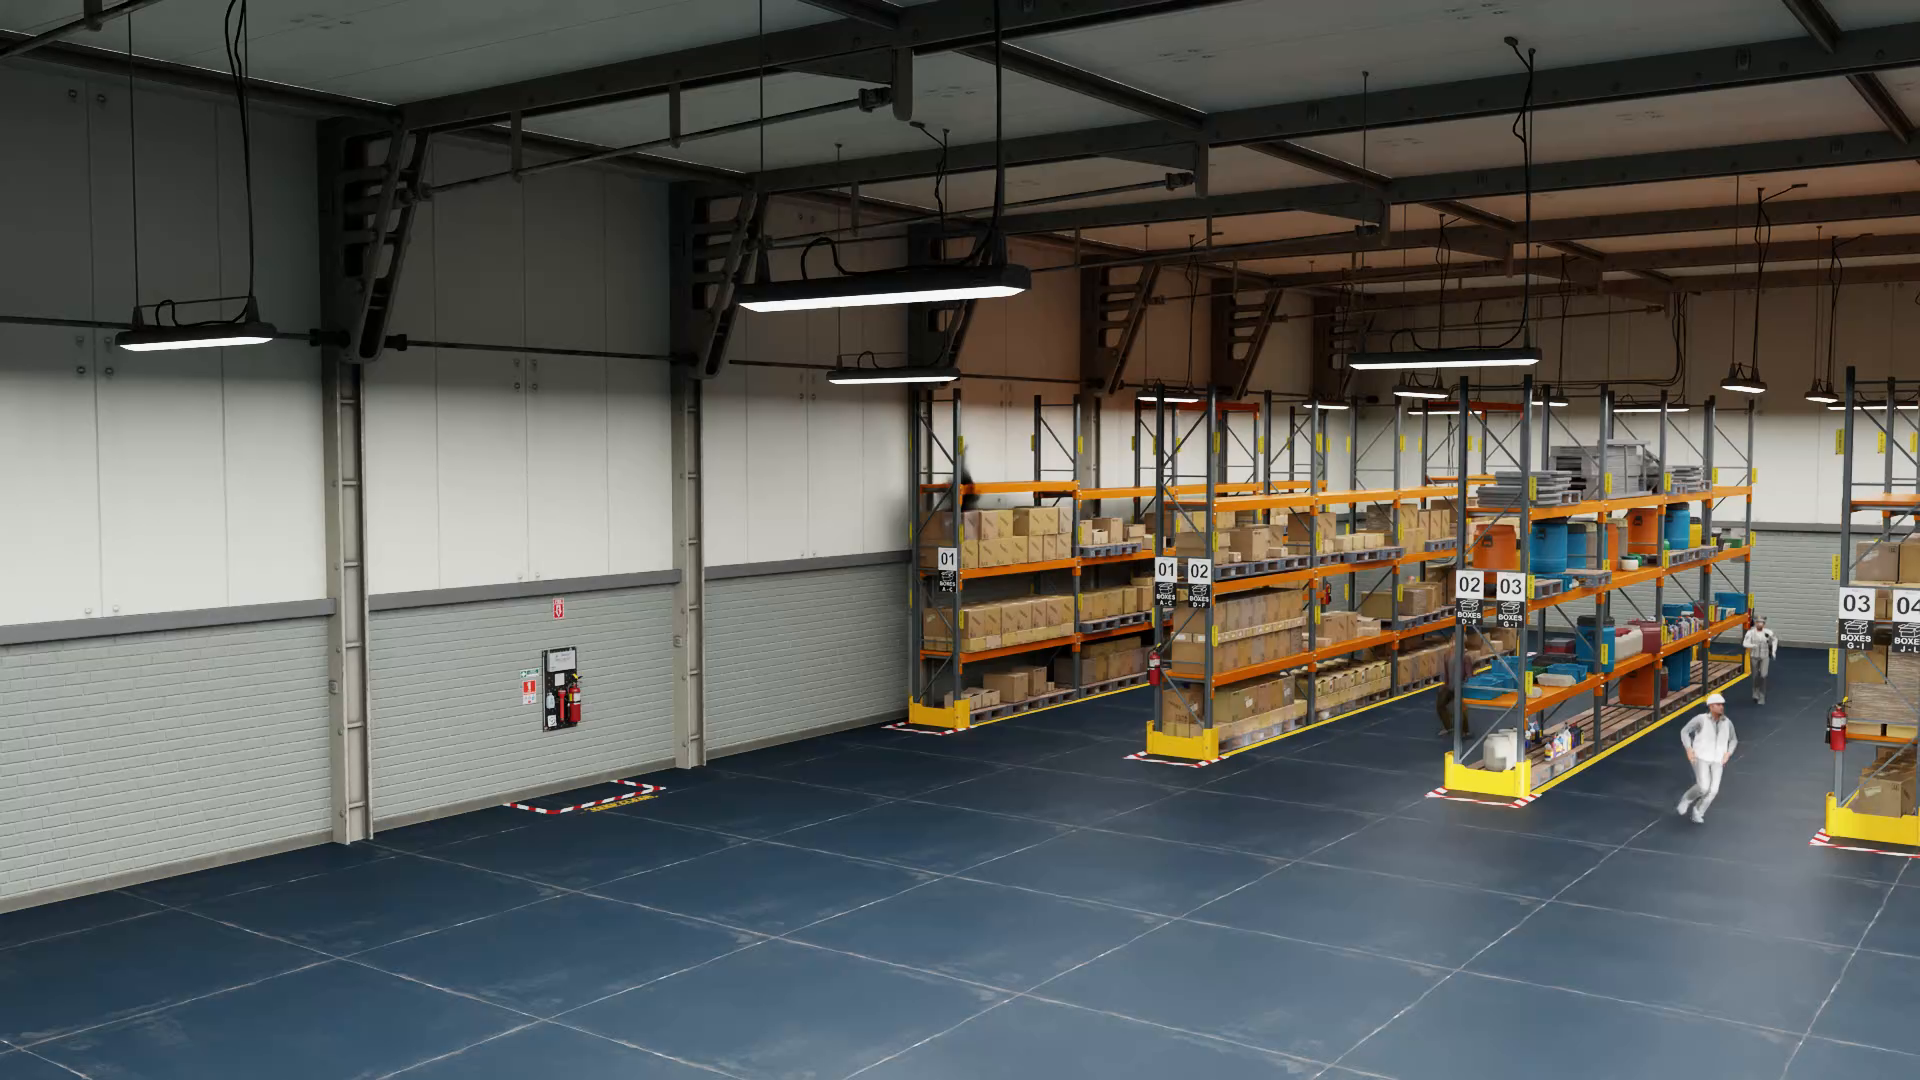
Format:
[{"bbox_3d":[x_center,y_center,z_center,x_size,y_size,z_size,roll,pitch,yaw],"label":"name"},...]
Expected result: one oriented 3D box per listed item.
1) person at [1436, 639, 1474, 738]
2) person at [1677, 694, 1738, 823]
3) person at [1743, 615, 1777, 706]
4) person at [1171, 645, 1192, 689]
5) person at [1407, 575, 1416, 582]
[{"bbox_3d":[8.433,2.515,28.187,0.809,1.718,0.696,-3,4,-42],"label":"person"},{"bbox_3d":[9.971,2.894,22.086,0.699,1.709,0.525,0,3,-5],"label":"person"},{"bbox_3d":[15.508,2.320,32.250,0.592,1.746,0.830,2,4,27],"label":"person"},{"bbox_3d":[4.324,2.386,31.613,0.584,1.694,0.840,2,4,28],"label":"person"},{"bbox_3d":[11.521,1.735,42.615,0.670,1.683,0.710,-3,4,-38],"label":"person"}]
